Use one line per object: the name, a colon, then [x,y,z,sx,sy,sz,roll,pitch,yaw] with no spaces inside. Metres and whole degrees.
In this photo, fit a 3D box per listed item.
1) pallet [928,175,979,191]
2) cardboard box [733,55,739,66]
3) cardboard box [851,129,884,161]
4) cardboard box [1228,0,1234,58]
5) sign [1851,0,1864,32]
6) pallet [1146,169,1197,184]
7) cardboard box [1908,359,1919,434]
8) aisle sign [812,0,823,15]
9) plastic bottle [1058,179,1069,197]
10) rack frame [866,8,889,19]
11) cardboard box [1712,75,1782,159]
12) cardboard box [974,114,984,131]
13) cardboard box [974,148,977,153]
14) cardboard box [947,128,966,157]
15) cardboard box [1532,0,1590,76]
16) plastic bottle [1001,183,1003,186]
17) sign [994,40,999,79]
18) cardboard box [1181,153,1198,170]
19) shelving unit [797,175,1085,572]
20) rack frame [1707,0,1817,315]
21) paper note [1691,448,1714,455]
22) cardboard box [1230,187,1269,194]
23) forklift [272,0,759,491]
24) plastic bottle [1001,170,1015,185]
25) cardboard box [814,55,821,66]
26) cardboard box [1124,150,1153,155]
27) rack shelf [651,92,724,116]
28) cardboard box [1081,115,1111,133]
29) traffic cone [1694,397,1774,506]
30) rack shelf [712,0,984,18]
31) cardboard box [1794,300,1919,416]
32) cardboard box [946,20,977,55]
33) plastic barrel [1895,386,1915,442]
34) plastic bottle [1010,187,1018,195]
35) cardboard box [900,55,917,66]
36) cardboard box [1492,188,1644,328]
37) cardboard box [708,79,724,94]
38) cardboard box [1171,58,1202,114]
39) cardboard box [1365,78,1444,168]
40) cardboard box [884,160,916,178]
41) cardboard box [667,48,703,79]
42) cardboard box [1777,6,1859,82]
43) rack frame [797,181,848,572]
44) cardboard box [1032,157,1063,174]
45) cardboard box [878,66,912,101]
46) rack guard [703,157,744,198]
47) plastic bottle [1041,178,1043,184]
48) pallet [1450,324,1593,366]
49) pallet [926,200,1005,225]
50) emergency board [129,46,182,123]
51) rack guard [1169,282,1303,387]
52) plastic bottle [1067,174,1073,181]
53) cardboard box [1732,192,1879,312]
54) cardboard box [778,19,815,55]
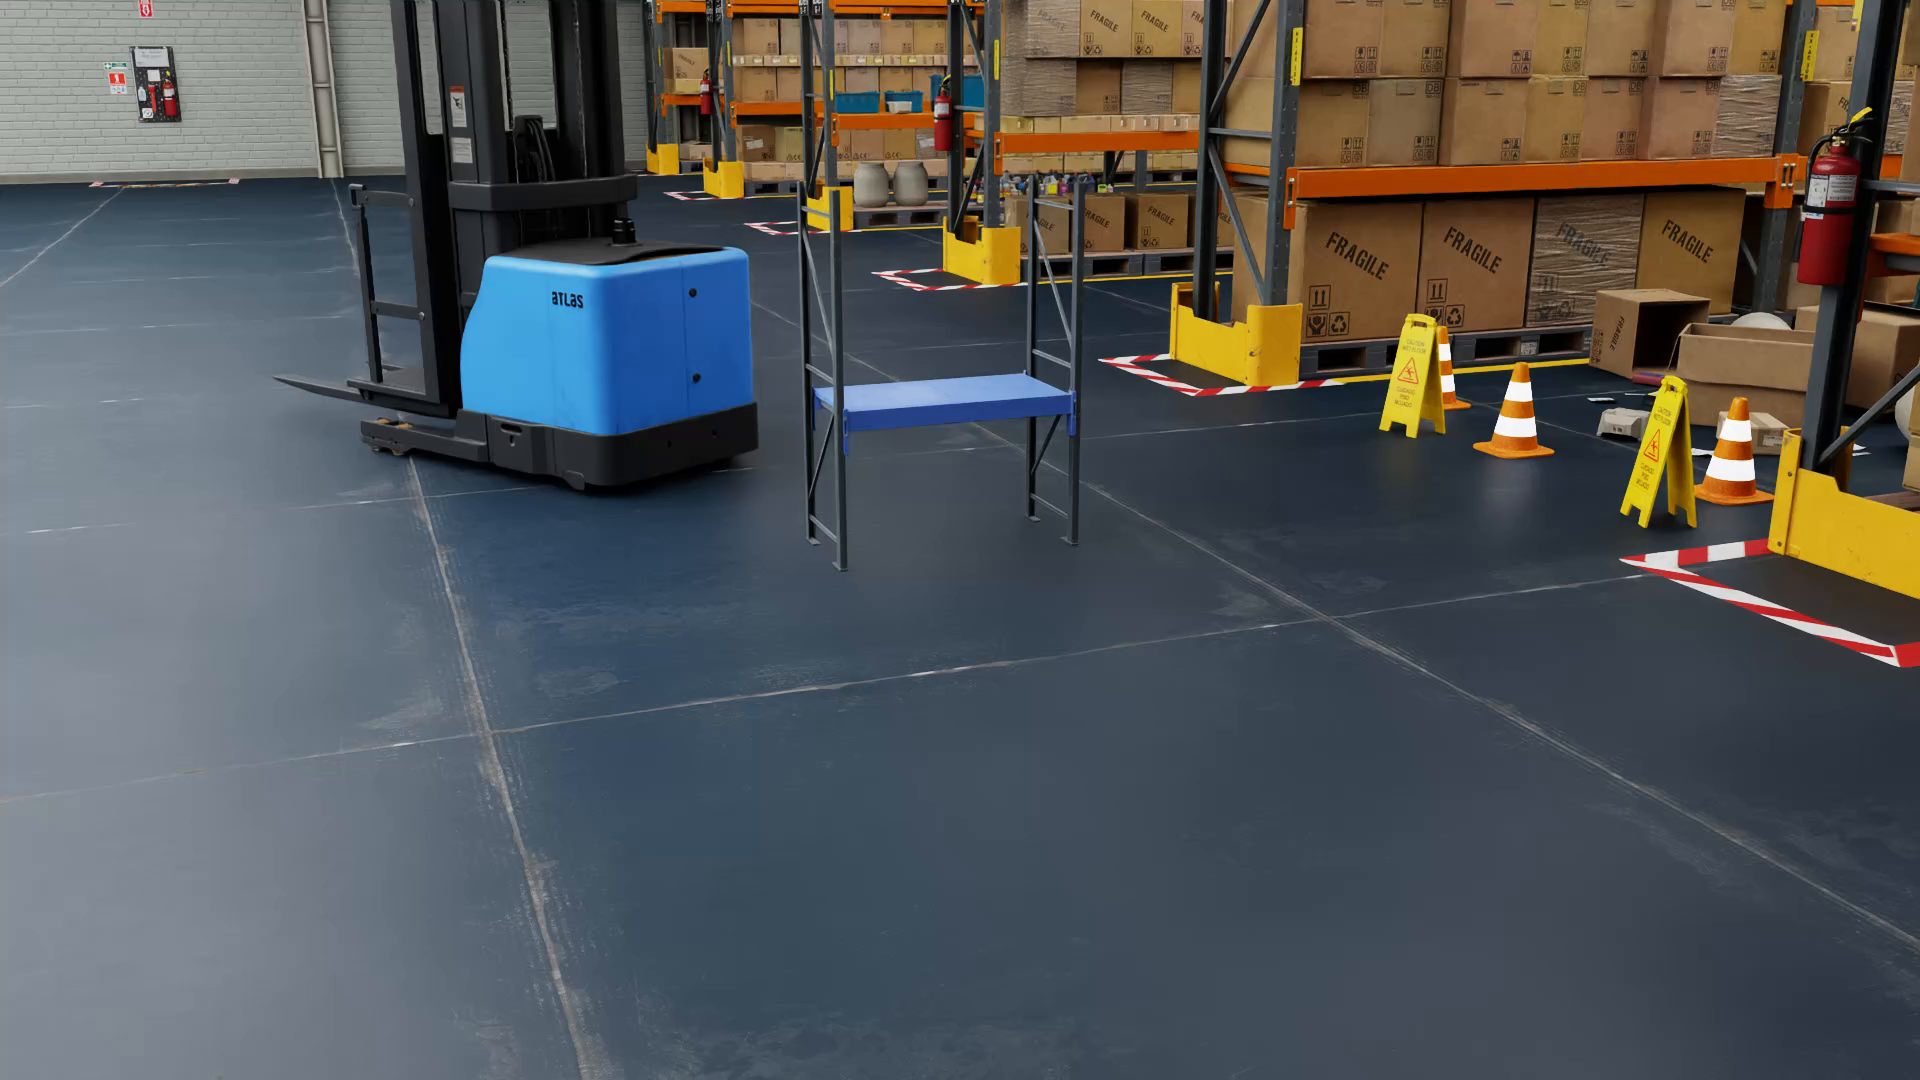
pallet: [-0.444,-5.476,25.371,1.213,0.211,1.003,-6,17,-20]
cardboard box: [-3.132,-6.928,24.037,0.250,0.149,0.380,-6,18,-21]
cardboard box: [-1.439,-5.868,24.560,0.500,0.500,0.500,-6,17,-20]
cardboard box: [2.600,-4.728,15.395,0.500,0.500,0.500,-6,17,-20]
sign: [3.486,-2.121,6.381,0.005,0.325,0.100,-6,17,-20]
pallet: [3.267,-5.876,26.732,1.213,0.211,1.003,-6,17,-20]
cardboard box: [4.321,-0.657,6.816,0.500,0.500,0.500,-6,17,-20]
aisle sign: [-1.615,-6.339,18.748,0.004,0.787,0.394,-6,17,-20]
plastic bottle: [1.268,-4.300,20.457,0.133,0.283,0.061,-5,17,-16]
rack frame: [-1.462,-8.186,29.651,0.127,3.000,1.000,-6,17,-20]
cardboard box: [5.195,-2.993,11.700,0.550,0.550,0.875,-6,17,-20]
cardboard box: [0.312,-3.836,15.282,0.250,0.149,0.380,-6,17,-20]
cardboard box: [0.175,-7.382,30.570,0.500,0.500,0.700,-6,17,-19]
cardboard box: [-0.231,-6.161,25.558,0.500,0.500,0.500,-6,17,-20]
cardboard box: [3.661,-3.363,11.045,0.500,0.550,0.875,-6,17,-20]
plastic bottle: [0.518,-4.368,20.834,0.097,0.201,0.097,0,16,0]
sign: [0.314,-4.146,14.355,0.005,0.325,0.100,-6,17,-20]
cardboard box: [3.645,-6.051,26.516,0.500,0.250,0.500,-6,17,-19]
shelving unit: [-0.080,-0.711,6.858,1.048,1.500,0.538,-6,17,-20]
rack frame: [5.536,-2.961,11.858,0.127,3.000,1.000,-6,17,-20]
paper note: [3.837,-0.460,8.611,0.142,0.019,0.148,-14,21,-39]
cardboard box: [2.935,-3.189,16.325,0.500,0.500,0.500,-1,16,-2]
forklift: [-2.508,-1.946,8.522,3.031,2.935,1.130,12,20,35]
plastic bottle: [0.608,-4.485,20.970,0.185,0.351,0.144,-6,18,-21]
cardboard box: [-2.014,-6.926,24.033,0.250,0.149,0.380,-7,18,-22]
cardboard box: [2.693,-6.216,26.081,0.500,0.311,0.500,-6,17,-20]
rack shelf: [-3.330,-7.639,29.065,4.000,0.370,1.077,-6,17,-20]
cardboard box: [1.177,-3.791,15.129,0.250,0.149,0.380,-6,17,-20]
traffic cone: [3.606,-0.431,7.745,0.334,0.463,0.336,-6,17,-20]
rack shelf: [-1.554,-7.776,24.206,4.000,0.370,1.077,-6,17,-20]
cardboard box: [5.271,-1.073,9.617,0.503,0.637,0.797,-6,17,-20]
cardboard box: [-0.098,-7.507,24.859,0.500,0.500,0.700,-6,17,-20]
plastic barrel: [5.053,-0.636,8.513,0.421,0.421,0.512,6,17,18]
plastic bottle: [0.658,-4.200,20.263,0.097,0.201,0.097,0,16,0]
cardboard box: [-0.814,-7.056,24.475,0.250,0.149,0.380,-6,17,-20]
cardboard box: [4.083,-2.006,11.632,0.875,0.875,0.875,-6,17,-20]
cardboard box: [-4.148,-7.742,28.370,0.500,0.250,0.500,-7,18,-22]
cardboard box: [2.021,-4.280,15.645,0.500,0.500,0.875,-6,17,-20]
cardboard box: [2.637,-2.740,10.840,0.550,0.550,0.875,-6,17,-20]
cardboard box: [-0.973,-5.559,24.839,0.500,0.250,0.500,-6,17,-20]
cardboard box: [-4.644,-8.049,28.085,0.500,0.500,0.500,-6,17,-20]
cardboard box: [5.997,-3.540,11.879,0.500,0.500,0.700,-6,18,-21]
rack frame: [-0.554,-0.660,6.683,0.032,1.500,0.500,-6,17,-20]
cardboard box: [1.257,-5.792,25.633,0.500,0.250,0.500,-6,17,-19]
cardboard box: [-1.058,-6.780,24.686,0.500,0.500,0.700,-6,17,-19]
rack guard: [-3.444,-5.278,24.184,0.348,0.500,1.175,-6,17,-20]
plastic bottle: [1.043,-4.319,20.522,0.133,0.283,0.061,-6,17,-20]
pallet: [3.657,-1.443,11.638,1.213,0.211,1.003,-6,17,-20]
pallet: [0.300,-4.061,20.552,1.213,0.211,1.003,-6,17,-20]
emergency board: [-12.777,-7.237,26.419,0.643,1.169,0.194,-6,17,-20]
rack guard: [1.778,-1.356,10.829,0.348,0.500,1.175,-6,17,-20]
plastic bottle: [1.375,-4.503,21.148,0.133,0.283,0.061,-6,17,-20]
cardboard box: [6.083,-2.169,12.410,0.750,0.750,1.050,-6,17,-20]
cardboard box: [-2.442,-7.254,23.996,0.500,0.500,0.700,-7,18,-22]
